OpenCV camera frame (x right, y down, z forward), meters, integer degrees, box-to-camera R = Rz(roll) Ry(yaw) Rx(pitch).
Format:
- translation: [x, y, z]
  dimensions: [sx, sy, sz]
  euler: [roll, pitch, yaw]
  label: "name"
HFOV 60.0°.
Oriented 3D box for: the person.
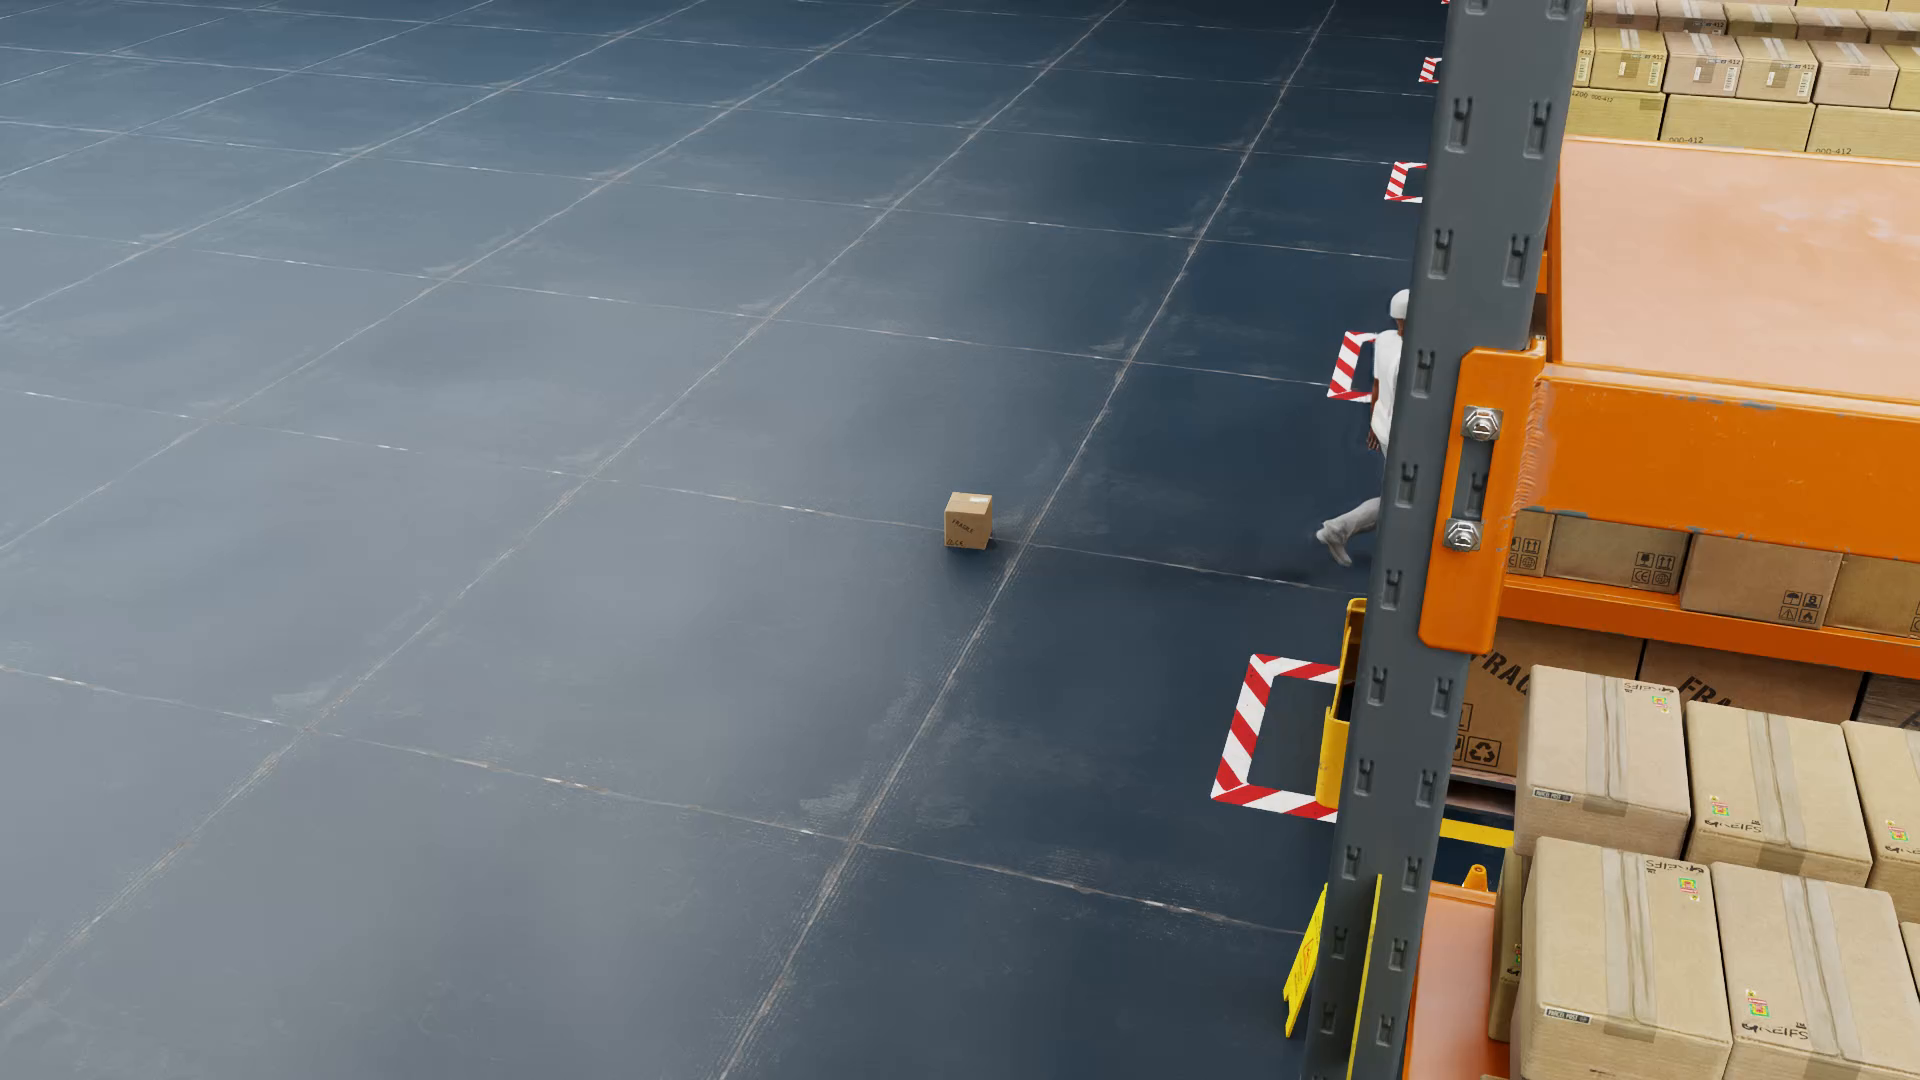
- translation: [2.509, -0.609, 9.567]
  dimensions: [0.842, 1.741, 0.575]
  euler: [-1, 29, -1]
  label: "person"
